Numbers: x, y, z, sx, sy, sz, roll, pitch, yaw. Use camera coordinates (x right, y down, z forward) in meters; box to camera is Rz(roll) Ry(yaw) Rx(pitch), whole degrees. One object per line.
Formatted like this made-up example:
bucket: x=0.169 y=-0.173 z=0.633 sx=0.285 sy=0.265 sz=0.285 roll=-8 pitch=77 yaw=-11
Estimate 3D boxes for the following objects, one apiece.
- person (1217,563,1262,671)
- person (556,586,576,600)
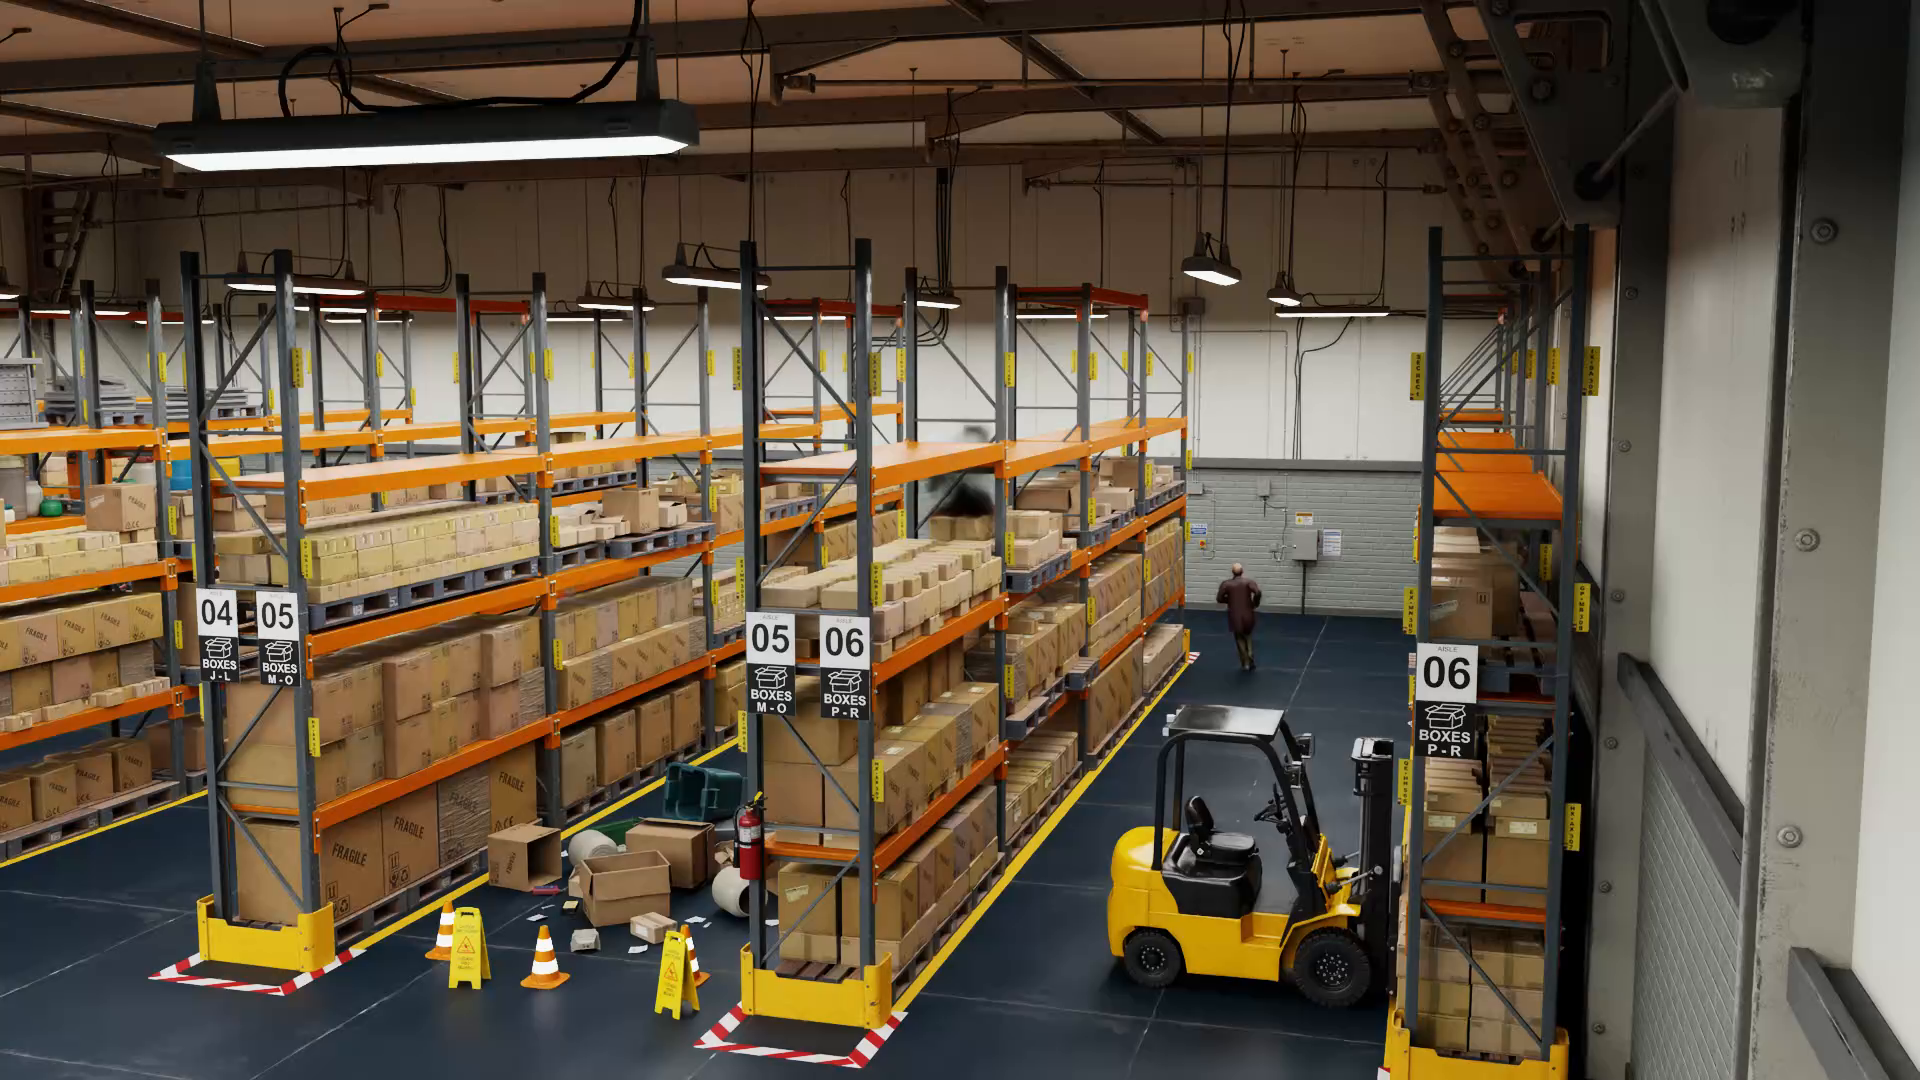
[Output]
person: x=4.548 y=1.266 z=27.161 sx=0.702 sy=1.776 sz=0.650 roll=0 pitch=6 yaw=4
person: x=-5.939 y=1.496 z=25.281 sx=0.630 sy=1.734 sz=0.898 roll=1 pitch=6 yaw=7
